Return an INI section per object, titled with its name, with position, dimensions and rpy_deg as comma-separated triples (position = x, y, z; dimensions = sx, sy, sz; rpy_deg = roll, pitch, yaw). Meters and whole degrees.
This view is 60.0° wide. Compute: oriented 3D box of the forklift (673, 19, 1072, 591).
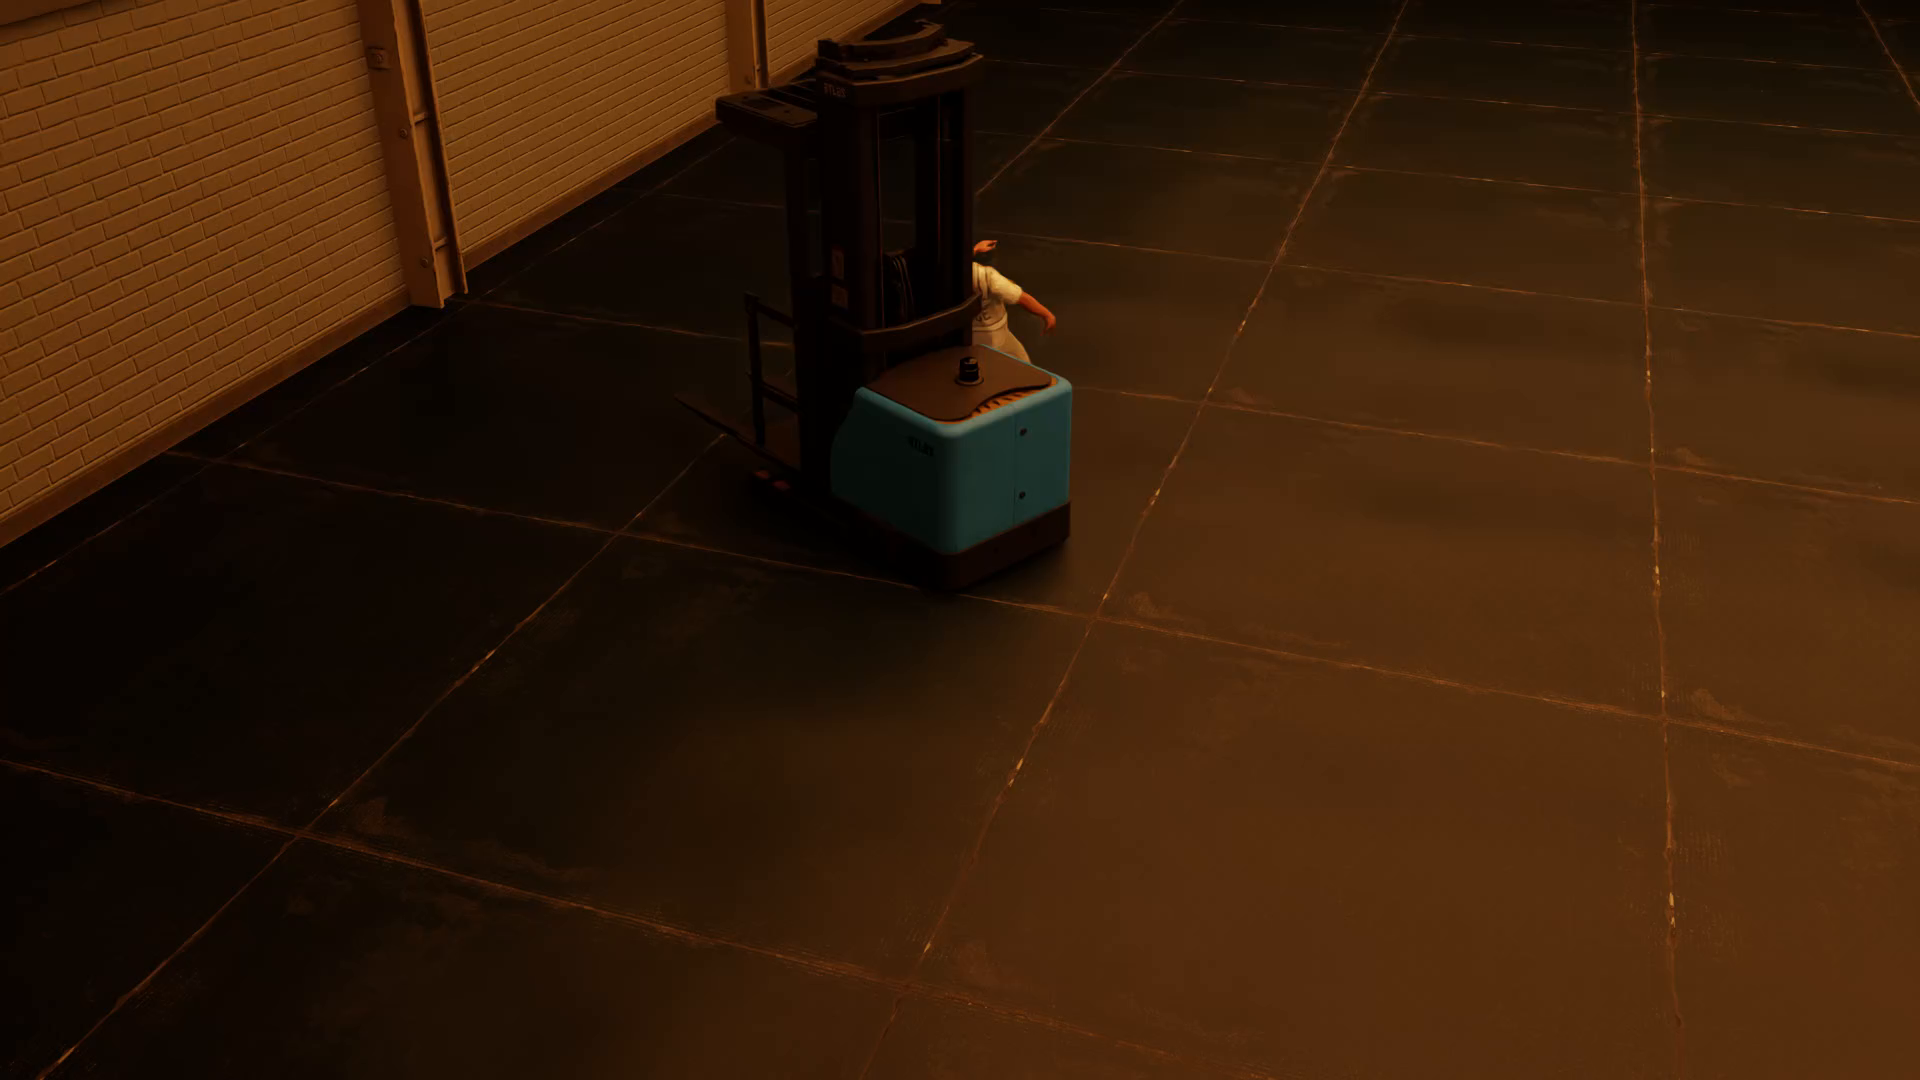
[forklift]
position = -0.702, -1.629, 9.995
dimensions = 1.130, 2.935, 3.031
rpy_deg = -24, 38, -36

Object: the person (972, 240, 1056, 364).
[person]
position = 0.168, -1.344, 10.871
dimensions = 0.914, 1.585, 0.838
rpy_deg = 0, 30, -1
